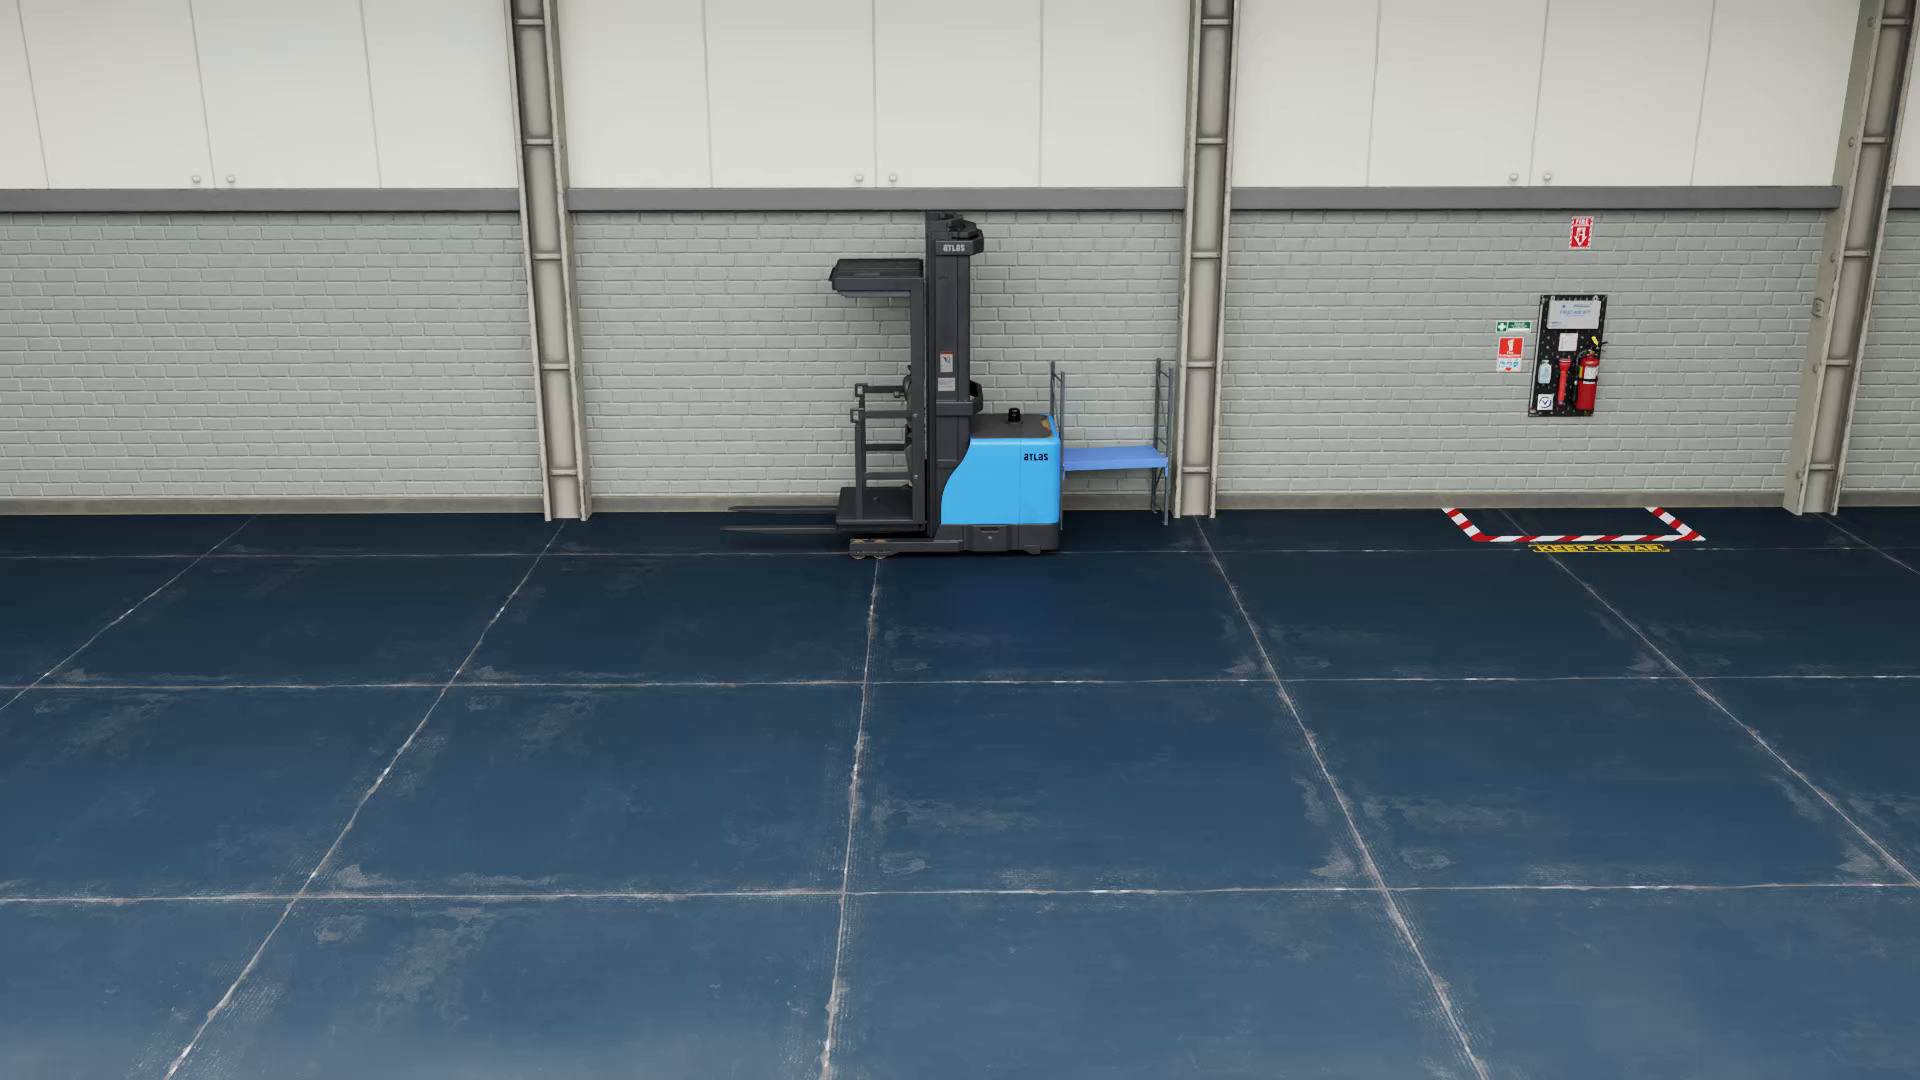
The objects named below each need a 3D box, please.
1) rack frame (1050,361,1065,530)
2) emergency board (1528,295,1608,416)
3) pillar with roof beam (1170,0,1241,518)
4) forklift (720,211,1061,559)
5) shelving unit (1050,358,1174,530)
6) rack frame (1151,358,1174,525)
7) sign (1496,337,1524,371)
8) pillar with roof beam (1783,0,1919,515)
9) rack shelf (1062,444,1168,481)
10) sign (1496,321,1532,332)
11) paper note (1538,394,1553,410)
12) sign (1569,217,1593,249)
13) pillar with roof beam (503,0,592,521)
[{"bbox_3d":[0.902,-0.884,15.551,0.032,1.500,0.500,-3,18,-8],"label":"rack frame"},{"bbox_3d":[5.772,-1.717,15.691,0.643,1.169,0.194,0,18,-1],"label":"emergency board"},{"bbox_3d":[2.313,-3.230,10.586,0.400,9.000,9.100,0,18,-1],"label":"pillar with roof beam"},{"bbox_3d":[-0.630,-1.392,14.790,3.031,2.935,1.130,0,18,-1],"label":"forklift"},{"bbox_3d":[1.405,-0.907,15.623,1.048,1.500,0.538,-3,18,-8],"label":"shelving unit"},{"bbox_3d":[1.908,-0.930,15.694,0.032,1.500,0.500,-3,18,-8],"label":"rack frame"},{"bbox_3d":[5.218,-1.763,15.775,0.234,0.329,0.001,0,18,-1],"label":"sign"},{"bbox_3d":[8.312,-3.259,10.677,0.400,9.000,9.100,0,18,-1],"label":"pillar with roof beam"},{"bbox_3d":[1.405,-0.736,15.677,1.000,0.185,0.538,-3,18,-8],"label":"rack shelf"},{"bbox_3d":[5.223,-2.012,15.686,0.331,0.109,0.001,0,18,-1],"label":"sign"},{"bbox_3d":[5.594,-1.317,15.888,0.142,0.148,0.016,0,18,-1],"label":"paper note"},{"bbox_3d":[5.763,-2.851,15.431,0.199,0.298,0.001,0,18,-1],"label":"sign"},{"bbox_3d":[-3.687,-3.201,10.496,0.400,9.000,9.100,0,18,-1],"label":"pillar with roof beam"}]
